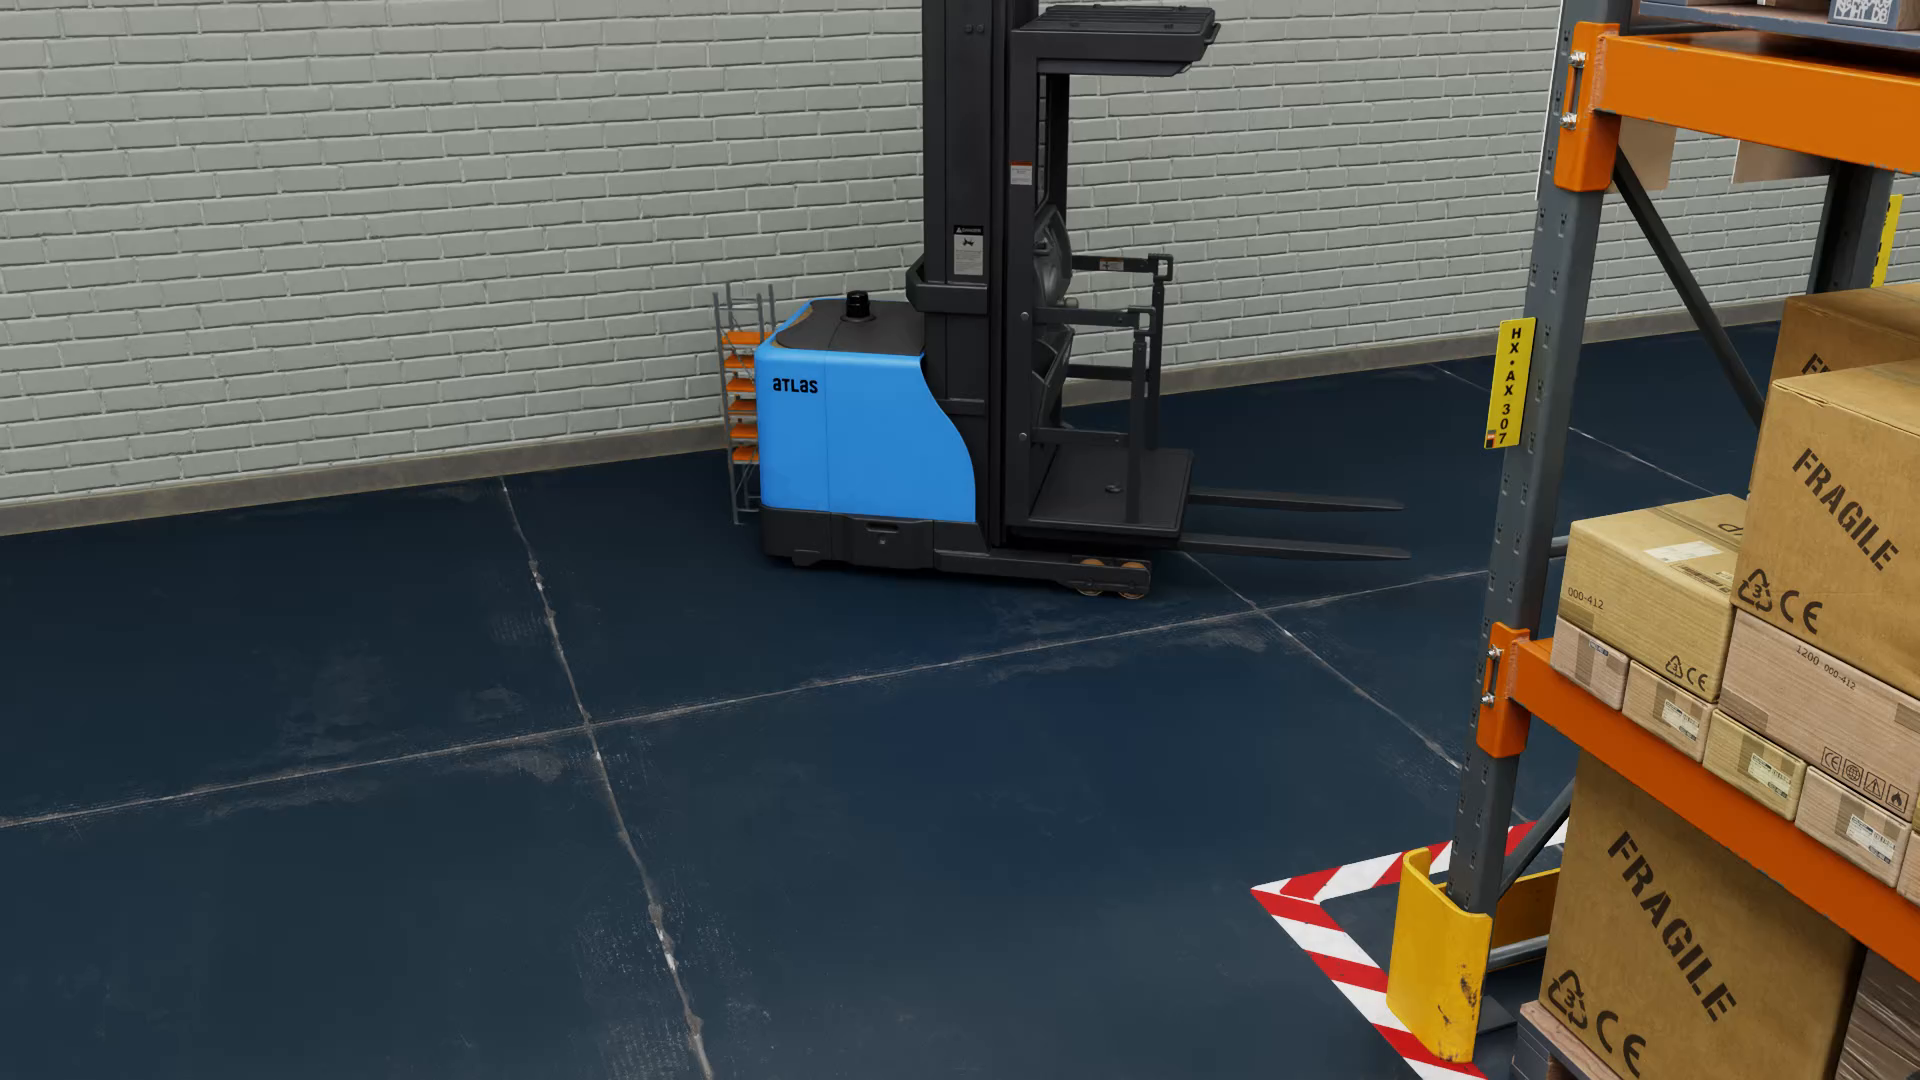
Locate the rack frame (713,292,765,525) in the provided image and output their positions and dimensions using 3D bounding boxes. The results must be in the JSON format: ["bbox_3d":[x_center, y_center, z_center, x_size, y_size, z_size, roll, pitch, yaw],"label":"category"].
[{"bbox_3d":[-1.046,-0.627,8.181,0.240,1.200,0.006,3,23,11],"label":"rack frame"}]

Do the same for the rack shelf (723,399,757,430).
[{"bbox_3d":[-1.027,-0.621,8.281,0.258,0.103,0.180,3,23,11],"label":"rack shelf"}]

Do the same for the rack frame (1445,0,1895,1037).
[{"bbox_3d":[1.870,-0.021,4.438,1.000,3.000,0.127,-8,24,-19],"label":"rack frame"}]

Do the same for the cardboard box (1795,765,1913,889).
[{"bbox_3d":[1.963,0.549,3.408,0.380,0.149,0.250,-9,24,-20],"label":"cardboard box"}]

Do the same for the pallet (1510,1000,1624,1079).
[{"bbox_3d":[2.226,1.544,4.316,1.003,0.211,1.213,-8,24,-19],"label":"pallet"}]

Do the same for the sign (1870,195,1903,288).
[{"bbox_3d":[2.382,-0.733,4.332,0.100,0.325,0.005,-8,24,-19],"label":"sign"}]

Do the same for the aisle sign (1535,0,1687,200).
[{"bbox_3d":[1.564,-1.204,3.898,0.394,0.787,0.004,-8,24,-19],"label":"aisle sign"}]

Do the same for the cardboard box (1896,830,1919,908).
[{"bbox_3d":[2.051,0.642,3.188,0.380,0.149,0.250,-9,24,-20],"label":"cardboard box"}]

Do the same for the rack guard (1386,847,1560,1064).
[{"bbox_3d":[1.861,1.122,4.945,1.175,0.500,0.348,-8,24,-19],"label":"rack guard"}]

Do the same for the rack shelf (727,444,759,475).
[{"bbox_3d":[-1.018,-0.399,8.372,0.258,0.103,0.180,3,23,11],"label":"rack shelf"}]

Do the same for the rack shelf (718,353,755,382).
[{"bbox_3d":[-1.035,-0.843,8.190,0.258,0.103,0.180,3,23,11],"label":"rack shelf"}]

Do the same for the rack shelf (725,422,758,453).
[{"bbox_3d":[-1.023,-0.510,8.327,0.258,0.103,0.180,3,23,11],"label":"rack shelf"}]

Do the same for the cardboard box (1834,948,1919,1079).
[{"bbox_3d":[2.492,1.317,3.459,0.875,0.875,0.875,-8,24,-19],"label":"cardboard box"}]

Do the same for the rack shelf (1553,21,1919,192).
[{"bbox_3d":[2.576,-0.345,2.271,1.077,0.370,4.000,-8,24,-19],"label":"rack shelf"}]

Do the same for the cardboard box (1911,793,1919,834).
[{"bbox_3d":[2.151,0.493,3.028,0.500,0.250,0.500,-9,25,-21],"label":"cardboard box"}]

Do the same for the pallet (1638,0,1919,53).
[{"bbox_3d":[2.142,-1.095,3.237,1.003,0.211,1.213,-8,24,-19],"label":"pallet"}]

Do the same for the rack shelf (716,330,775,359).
[{"bbox_3d":[-1.039,-0.954,8.144,0.258,0.103,0.180,3,23,11],"label":"rack shelf"}]

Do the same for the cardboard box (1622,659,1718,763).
[{"bbox_3d":[1.779,0.362,3.853,0.380,0.149,0.250,-9,24,-20],"label":"cardboard box"}]

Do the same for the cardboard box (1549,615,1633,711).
[{"bbox_3d":[1.687,0.269,4.074,0.380,0.149,0.250,-8,24,-18],"label":"cardboard box"}]

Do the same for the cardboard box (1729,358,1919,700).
[{"bbox_3d":[1.964,-0.042,3.331,0.500,0.500,0.500,-9,24,-20],"label":"cardboard box"}]

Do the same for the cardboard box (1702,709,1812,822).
[{"bbox_3d":[1.869,0.455,3.632,0.380,0.149,0.250,-9,24,-20],"label":"cardboard box"}]

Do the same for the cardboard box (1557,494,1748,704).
[{"bbox_3d":[1.787,0.122,3.908,0.500,0.250,0.500,-9,24,-20],"label":"cardboard box"}]

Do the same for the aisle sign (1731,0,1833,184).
[{"bbox_3d":[2.125,-1.286,4.093,0.394,0.787,0.004,-8,24,-19],"label":"aisle sign"}]

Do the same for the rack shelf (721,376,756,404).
[{"bbox_3d":[-1.031,-0.732,8.235,0.258,0.103,0.180,3,23,11],"label":"rack shelf"}]

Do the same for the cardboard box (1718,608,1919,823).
[{"bbox_3d":[1.977,0.310,3.462,0.500,0.250,0.500,-9,24,-20],"label":"cardboard box"}]

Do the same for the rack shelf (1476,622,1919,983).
[{"bbox_3d":[2.576,1.037,2.854,1.077,0.370,4.000,-8,24,-19],"label":"rack shelf"}]

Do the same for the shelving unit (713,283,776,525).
[{"bbox_3d":[-1.028,-0.662,8.264,0.258,1.200,0.189,3,23,11],"label":"shelving unit"}]

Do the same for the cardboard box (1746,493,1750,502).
[{"bbox_3d":[2.289,0.050,4.078,0.500,0.250,0.500,-9,24,-20],"label":"cardboard box"}]

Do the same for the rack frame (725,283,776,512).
[{"bbox_3d":[-1.010,-0.697,8.347,0.240,1.200,0.006,3,23,11],"label":"rack frame"}]

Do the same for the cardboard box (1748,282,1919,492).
[{"bbox_3d":[2.288,-0.294,3.930,0.500,0.500,0.500,-8,24,-18],"label":"cardboard box"}]

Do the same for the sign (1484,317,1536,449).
[{"bbox_3d":[1.349,-0.383,4.079,0.100,0.325,0.005,-8,24,-19],"label":"sign"}]

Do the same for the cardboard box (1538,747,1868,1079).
[{"bbox_3d":[2.171,0.986,4.244,0.875,0.875,0.875,-8,24,-19],"label":"cardboard box"}]

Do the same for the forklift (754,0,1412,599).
[{"bbox_3d":[0.611,-1.305,7.571,3.031,2.935,1.130,4,23,10],"label":"forklift"}]
